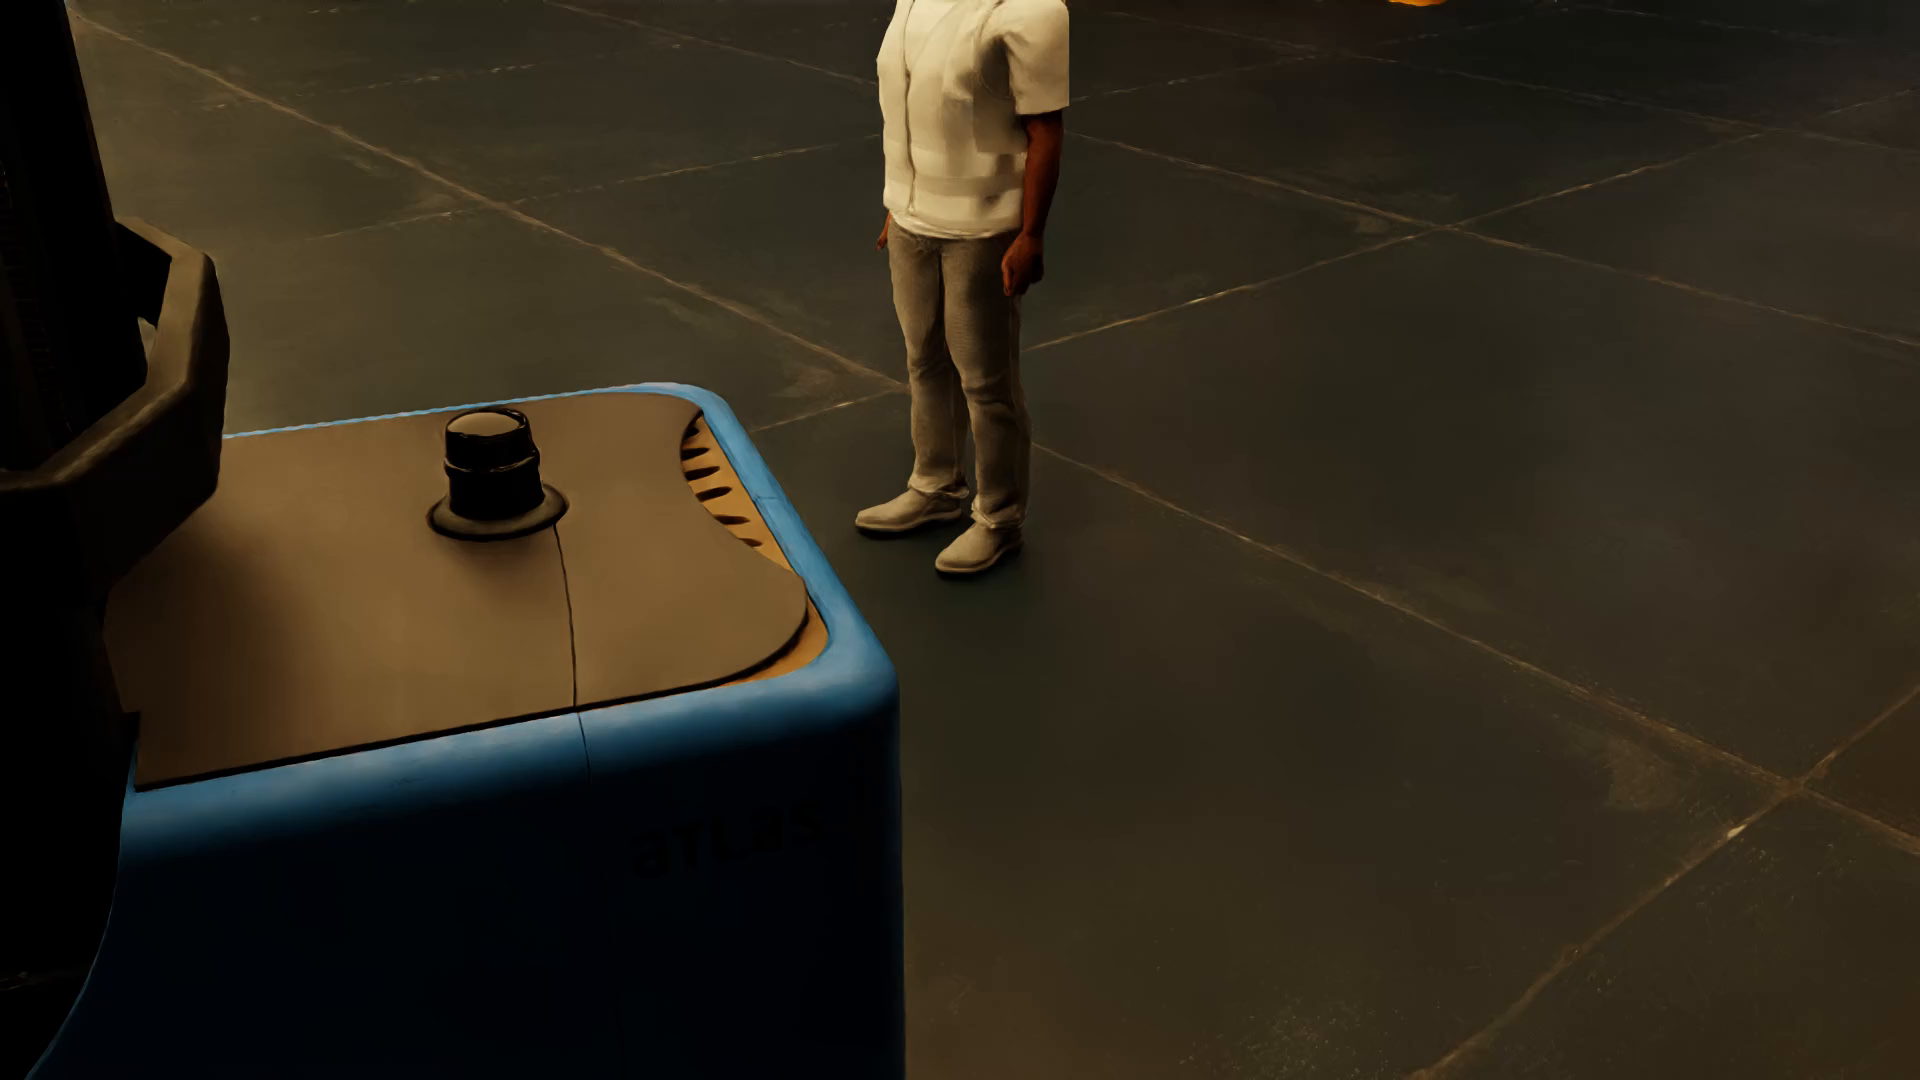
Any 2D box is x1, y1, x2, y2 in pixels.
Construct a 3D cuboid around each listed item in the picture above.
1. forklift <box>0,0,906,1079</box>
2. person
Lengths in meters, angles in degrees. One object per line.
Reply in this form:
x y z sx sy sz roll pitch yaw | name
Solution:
-1.628 -0.189 1.584 3.031 2.935 1.130 -9 28 -18 | forklift
-0.009 -0.788 4.100 0.367 1.771 0.559 -20 33 -35 | person
